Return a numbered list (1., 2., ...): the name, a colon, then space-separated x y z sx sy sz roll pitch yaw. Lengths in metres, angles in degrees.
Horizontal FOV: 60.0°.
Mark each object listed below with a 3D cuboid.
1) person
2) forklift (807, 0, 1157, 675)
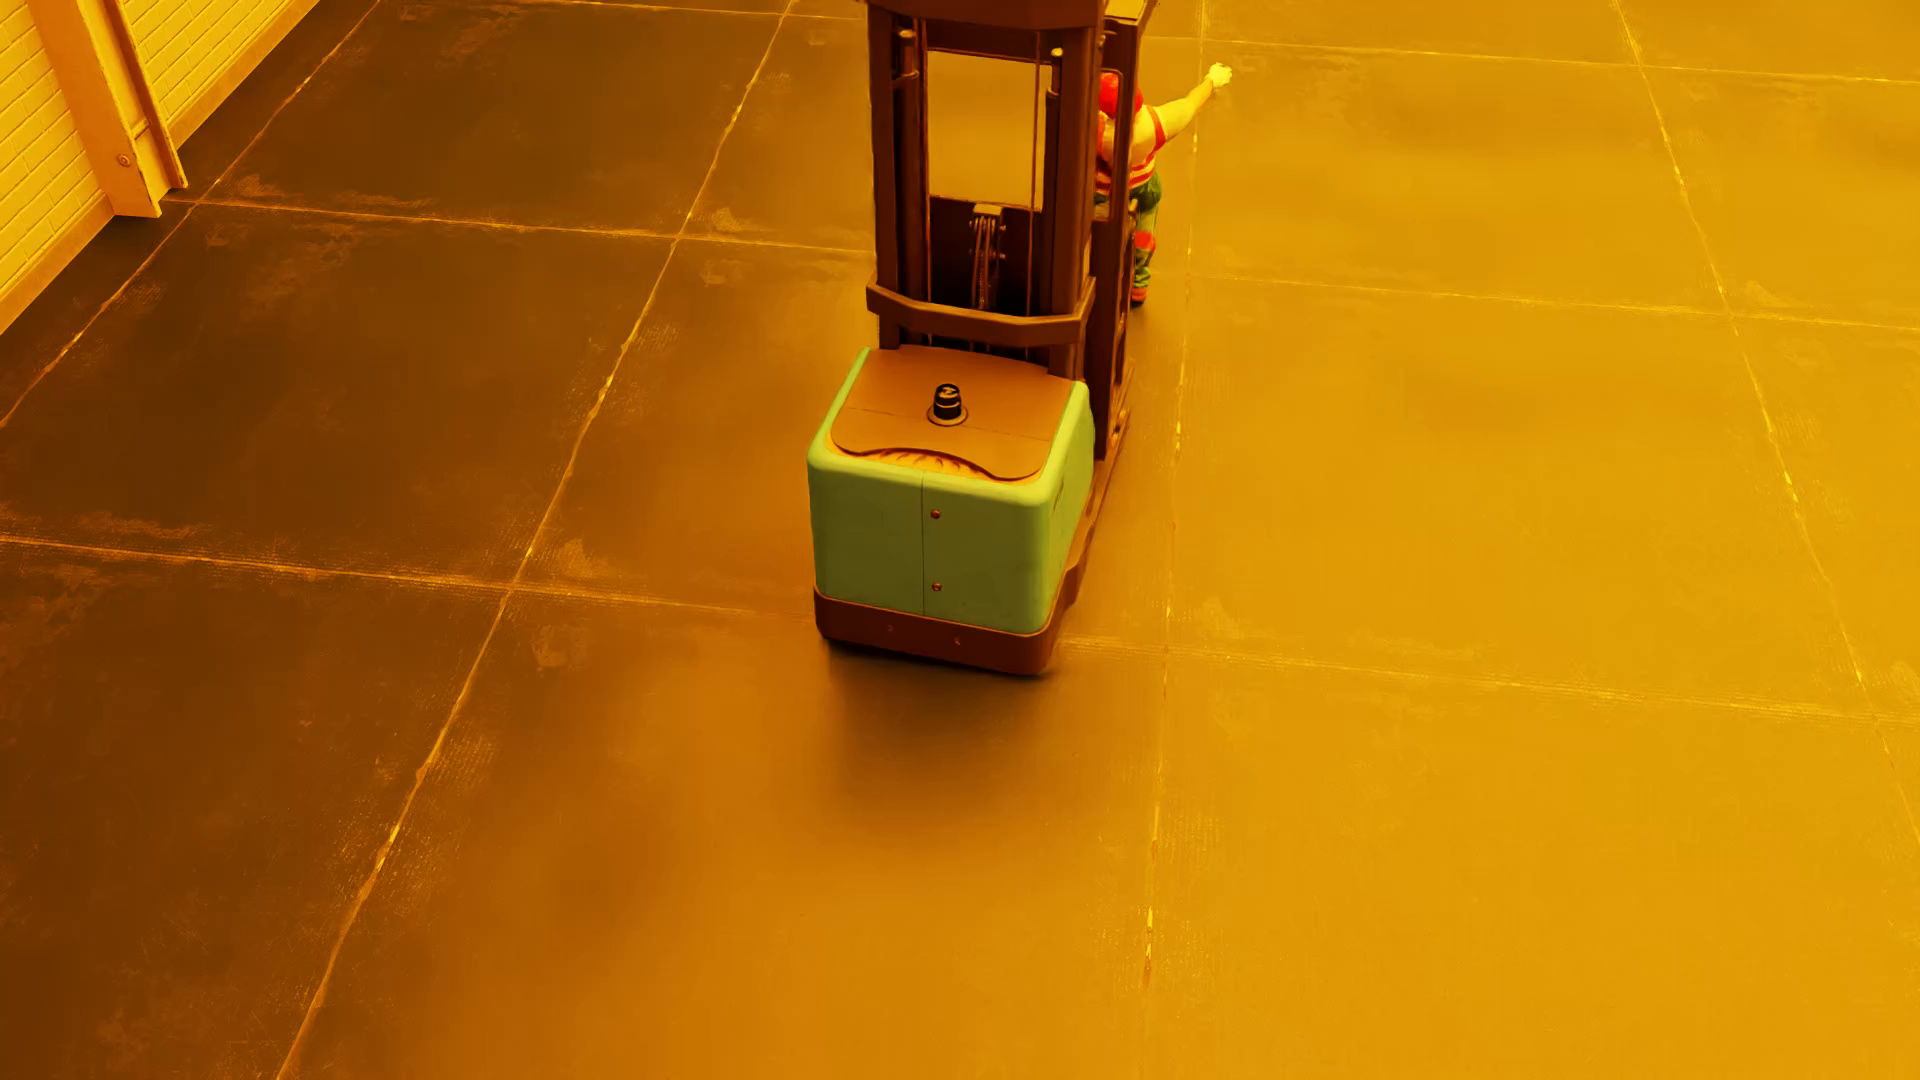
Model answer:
1. person: 0.983 -1.976 8.843 1.105 1.568 0.725 -16 45 -17
2. forklift: 0.239 -1.510 7.368 1.130 2.935 3.031 10 44 11
